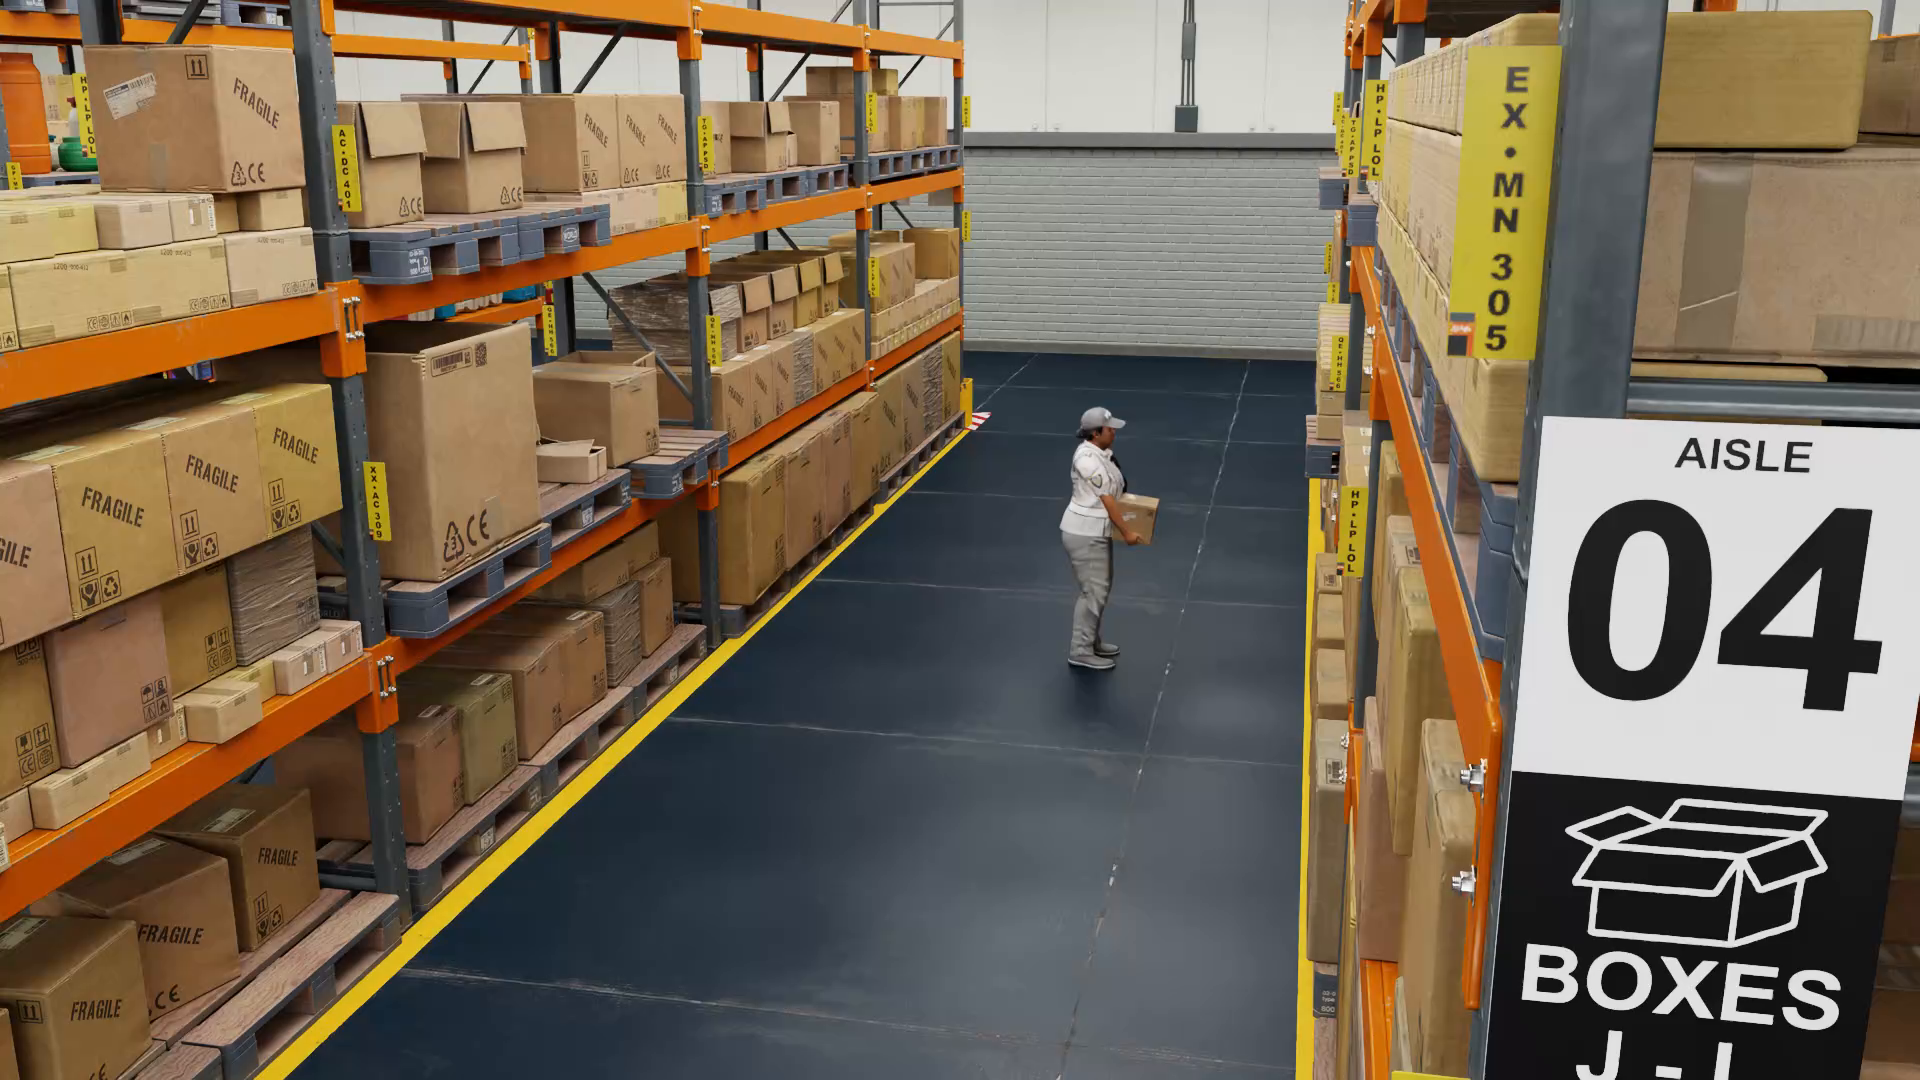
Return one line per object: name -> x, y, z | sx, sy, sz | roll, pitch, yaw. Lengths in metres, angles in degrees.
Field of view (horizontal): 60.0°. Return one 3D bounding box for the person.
person -> 0.914, -0.023, 10.616 | 0.549, 1.663, 0.452 | 3, 15, 10
